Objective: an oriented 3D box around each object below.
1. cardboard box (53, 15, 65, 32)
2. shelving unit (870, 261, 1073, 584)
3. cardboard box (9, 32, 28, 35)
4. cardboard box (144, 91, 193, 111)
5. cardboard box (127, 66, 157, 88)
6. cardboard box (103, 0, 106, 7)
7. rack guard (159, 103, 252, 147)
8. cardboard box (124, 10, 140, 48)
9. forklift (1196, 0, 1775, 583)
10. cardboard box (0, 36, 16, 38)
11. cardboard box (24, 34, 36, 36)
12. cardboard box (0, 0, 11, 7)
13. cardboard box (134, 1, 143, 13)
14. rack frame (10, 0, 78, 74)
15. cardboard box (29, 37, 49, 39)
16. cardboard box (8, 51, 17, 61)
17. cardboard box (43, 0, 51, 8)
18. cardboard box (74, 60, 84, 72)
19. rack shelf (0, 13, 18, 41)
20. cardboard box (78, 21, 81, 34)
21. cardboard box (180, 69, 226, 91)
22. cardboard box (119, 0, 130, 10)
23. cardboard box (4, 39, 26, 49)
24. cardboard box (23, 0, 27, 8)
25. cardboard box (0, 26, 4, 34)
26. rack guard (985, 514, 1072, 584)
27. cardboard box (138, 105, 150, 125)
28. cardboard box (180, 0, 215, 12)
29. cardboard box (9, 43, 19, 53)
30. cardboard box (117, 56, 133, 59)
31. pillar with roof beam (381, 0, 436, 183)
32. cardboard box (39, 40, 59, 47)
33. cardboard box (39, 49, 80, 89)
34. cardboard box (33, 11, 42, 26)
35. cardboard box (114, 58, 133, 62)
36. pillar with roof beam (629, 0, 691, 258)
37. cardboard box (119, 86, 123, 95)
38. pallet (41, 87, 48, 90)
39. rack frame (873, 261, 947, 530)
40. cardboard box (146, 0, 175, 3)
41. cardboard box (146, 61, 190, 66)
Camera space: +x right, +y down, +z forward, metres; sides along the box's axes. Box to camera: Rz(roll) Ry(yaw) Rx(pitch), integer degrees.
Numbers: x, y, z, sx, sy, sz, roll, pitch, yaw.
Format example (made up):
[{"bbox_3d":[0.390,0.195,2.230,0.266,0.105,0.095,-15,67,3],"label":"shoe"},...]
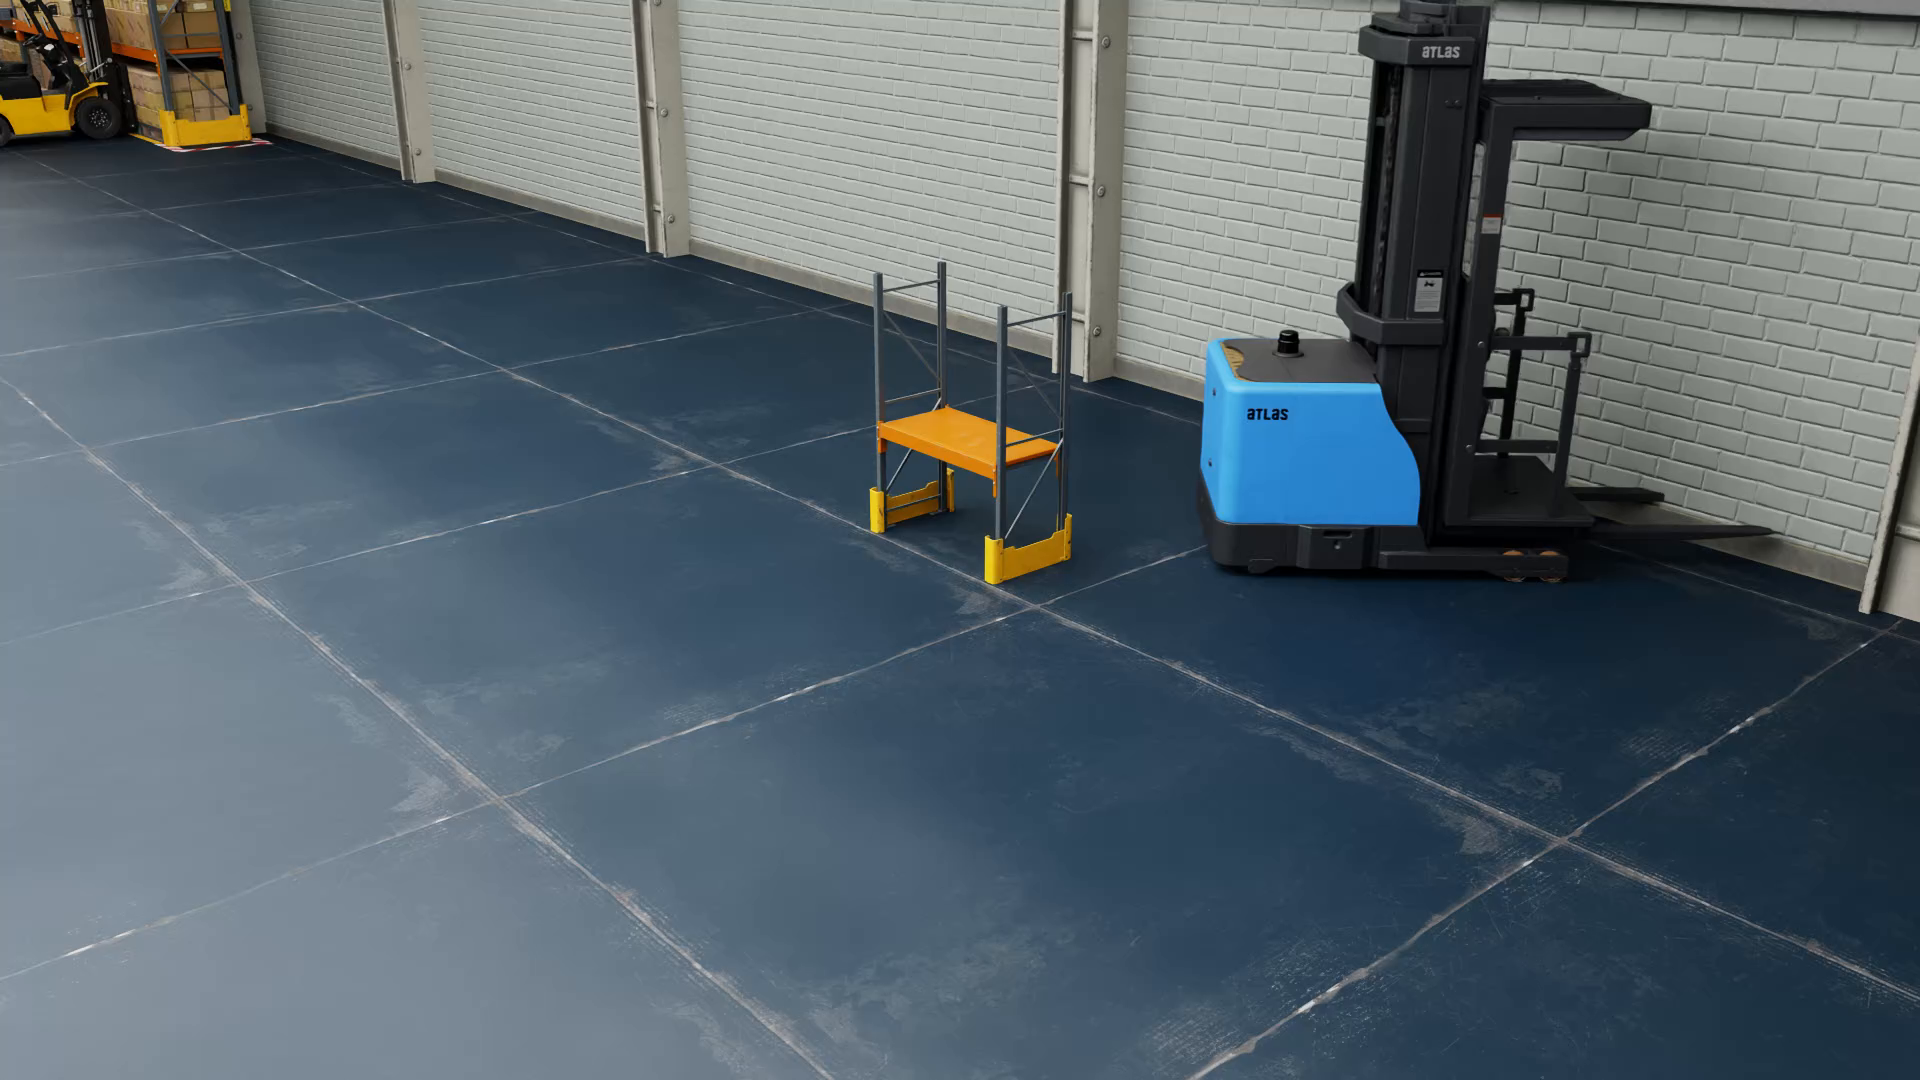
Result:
[{"bbox_3d":[-14.500,-8.488,27.248,0.500,0.250,0.500,-18,27,-38],"label":"cardboard box"},{"bbox_3d":[0.050,-0.677,9.157,0.587,1.500,1.083,-17,27,-37],"label":"shelving unit"},{"bbox_3d":[-18.228,-9.783,32.310,0.380,0.149,0.250,-17,27,-37],"label":"cardboard box"},{"bbox_3d":[-11.584,-6.446,24.338,0.500,0.250,0.500,-18,28,-38],"label":"cardboard box"},{"bbox_3d":[-12.241,-6.949,24.935,0.500,0.250,0.500,-17,27,-37],"label":"cardboard box"},{"bbox_3d":[-12.818,-8.181,25.231,0.380,0.149,0.250,-19,28,-39],"label":"cardboard box"},{"bbox_3d":[-11.014,-6.068,24.290,1.175,0.500,0.348,-17,27,-37],"label":"rack guard"},{"bbox_3d":[-11.882,-7.504,24.392,0.500,0.500,0.500,-16,27,-36],"label":"cardboard box"},{"bbox_3d":[2.896,-1.335,8.872,3.031,2.935,1.130,1,21,2],"label":"forklift"},{"bbox_3d":[-17.930,-9.379,31.279,0.380,0.149,0.250,-16,27,-36],"label":"cardboard box"},{"bbox_3d":[-17.737,-9.564,31.752,0.380,0.149,0.250,-17,27,-36],"label":"cardboard box"},{"bbox_3d":[-16.971,-9.617,29.694,0.380,0.149,0.250,-17,27,-36],"label":"cardboard box"},{"bbox_3d":[-11.658,-7.679,23.951,0.380,0.149,0.250,-17,27,-37],"label":"cardboard box"},{"bbox_3d":[-16.252,-9.448,29.494,1.000,3.000,0.127,-17,27,-37],"label":"rack frame"},{"bbox_3d":[-17.241,-9.345,31.192,0.380,0.149,0.250,-17,27,-37],"label":"cardboard box"},{"bbox_3d":[-17.009,-8.686,30.401,0.500,0.500,0.500,-18,28,-38],"label":"cardboard box"},{"bbox_3d":[-14.826,-8.864,27.522,0.500,0.250,0.500,-17,27,-36],"label":"cardboard box"},{"bbox_3d":[-13.990,-7.575,27.390,0.875,0.625,0.625,-16,26,-35],"label":"cardboard box"},{"bbox_3d":[-17.557,-9.666,31.036,1.077,0.370,4.000,-17,27,-37],"label":"rack shelf"},{"bbox_3d":[-13.549,-8.205,26.183,0.500,0.500,0.500,-18,28,-39],"label":"cardboard box"},{"bbox_3d":[-11.200,-6.797,24.548,0.500,0.250,0.500,-18,28,-38],"label":"cardboard box"},{"bbox_3d":[-12.144,-7.899,24.513,0.380,0.149,0.250,-19,28,-39],"label":"cardboard box"},{"bbox_3d":[-17.407,-9.162,30.725,0.380,0.149,0.250,-18,28,-38],"label":"cardboard box"},{"bbox_3d":[-15.821,-9.292,28.615,0.500,0.250,0.500,-16,27,-36],"label":"cardboard box"},{"bbox_3d":[-18.624,-9.803,31.954,0.380,0.149,0.250,-19,28,-40],"label":"cardboard box"},{"bbox_3d":[0.375,0.042,9.033,0.587,0.250,0.087,-17,27,-37],"label":"rack guard"},{"bbox_3d":[-11.893,-6.348,24.772,0.500,0.250,0.500,-17,27,-37],"label":"cardboard box"},{"bbox_3d":[-11.055,-7.742,24.111,0.380,0.149,0.250,-18,28,-39],"label":"cardboard box"},{"bbox_3d":[-16.968,-8.926,30.123,0.380,0.149,0.250,-19,28,-40],"label":"cardboard box"},{"bbox_3d":[-13.173,-7.634,26.686,0.500,0.250,0.500,-17,27,-36],"label":"cardboard box"},{"bbox_3d":[-10.146,-7.756,16.947,9.100,9.000,0.400,-17,27,-37],"label":"pillar with roof beam"},{"bbox_3d":[-16.732,-9.130,30.643,0.380,0.149,0.250,-17,27,-37],"label":"cardboard box"},{"bbox_3d":[-15.422,-8.184,28.946,0.875,0.625,0.625,-16,27,-36],"label":"cardboard box"},{"bbox_3d":[-15.481,-8.917,28.343,0.500,0.250,0.500,-19,28,-39],"label":"cardboard box"},{"bbox_3d":[-13.237,-7.372,26.016,0.500,0.250,0.500,-17,27,-37],"label":"cardboard box"},{"bbox_3d":[-6.230,-6.098,12.715,9.100,9.000,0.400,-17,27,-37],"label":"pillar with roof beam"},{"bbox_3d":[-12.580,-6.864,25.405,0.500,0.250,0.500,-18,27,-38],"label":"cardboard box"},{"bbox_3d":[-15.744,-7.913,29.398,1.003,0.211,1.213,-17,27,-37],"label":"pallet"},{"bbox_3d":[-0.276,-0.815,9.509,0.500,1.500,0.032,-17,27,-37],"label":"rack frame"},{"bbox_3d":[-11.423,-7.774,23.785,0.380,0.149,0.250,-17,27,-37],"label":"cardboard box"},{"bbox_3d":[-12.177,-7.218,25.623,0.500,0.250,0.500,-18,28,-38],"label":"cardboard box"}]
